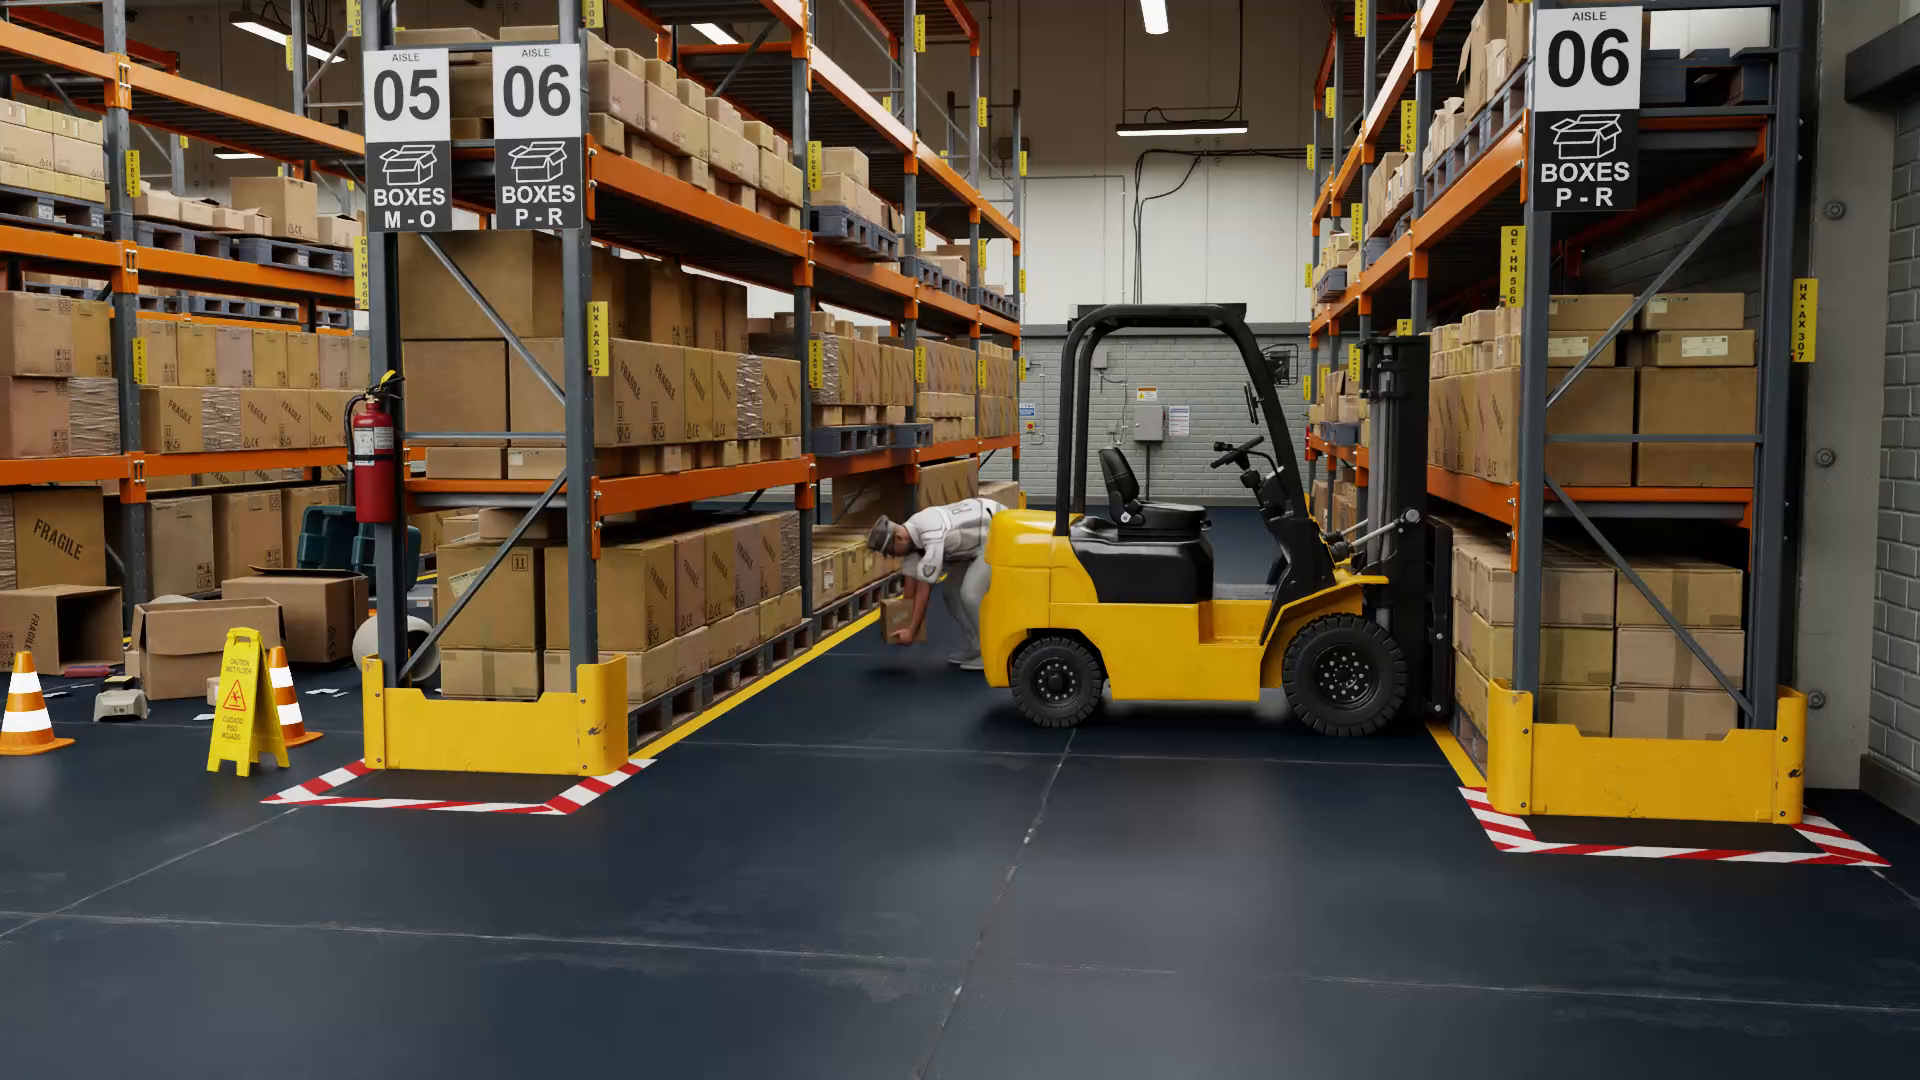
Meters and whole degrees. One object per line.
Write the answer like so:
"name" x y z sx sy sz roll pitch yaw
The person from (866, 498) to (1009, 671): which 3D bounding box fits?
"person" -0.084 0.277 10.458 1.042 1.069 0.515 -1 5 -18
